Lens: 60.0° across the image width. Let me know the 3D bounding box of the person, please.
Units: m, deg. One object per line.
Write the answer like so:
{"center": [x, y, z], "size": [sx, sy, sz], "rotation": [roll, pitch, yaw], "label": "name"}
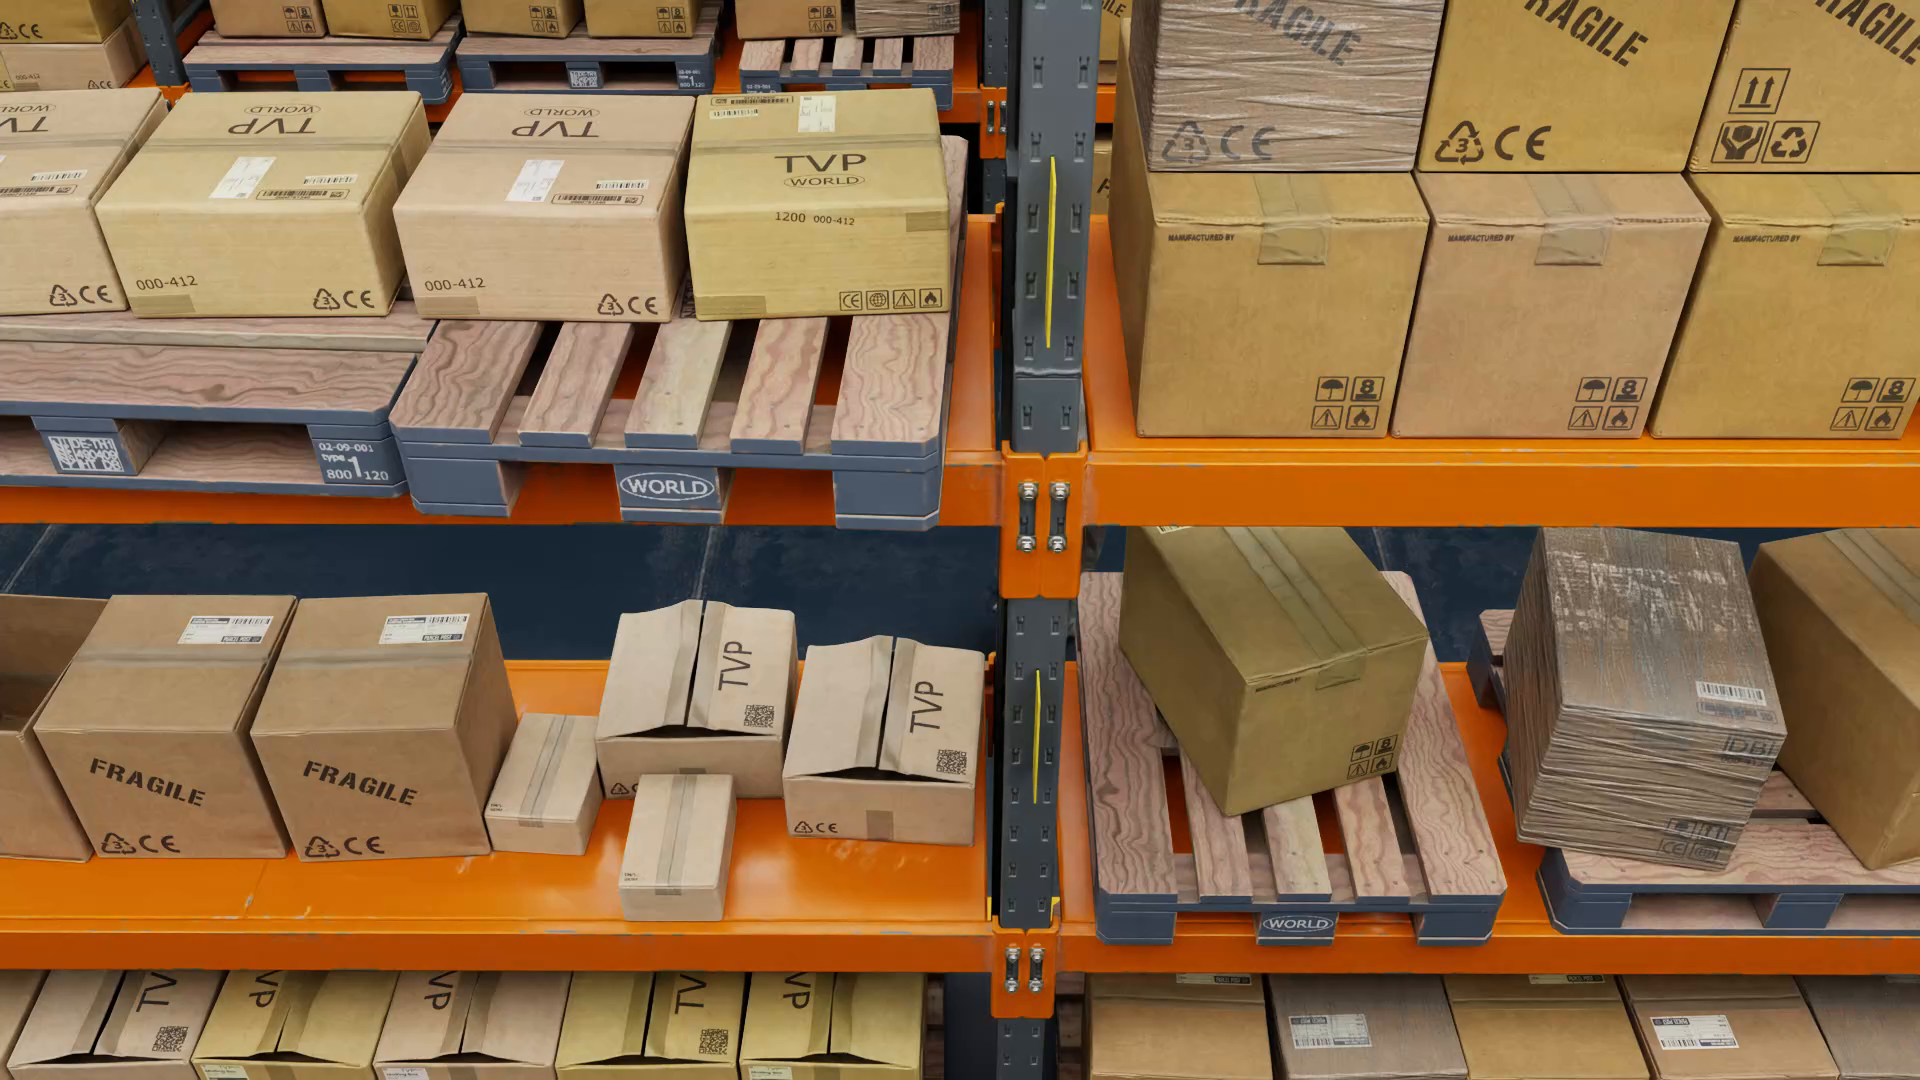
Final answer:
{"center": [0.415, -0.240, 6.429], "size": [0.519, 1.650, 0.495], "rotation": [30, 48, 31], "label": "person"}
